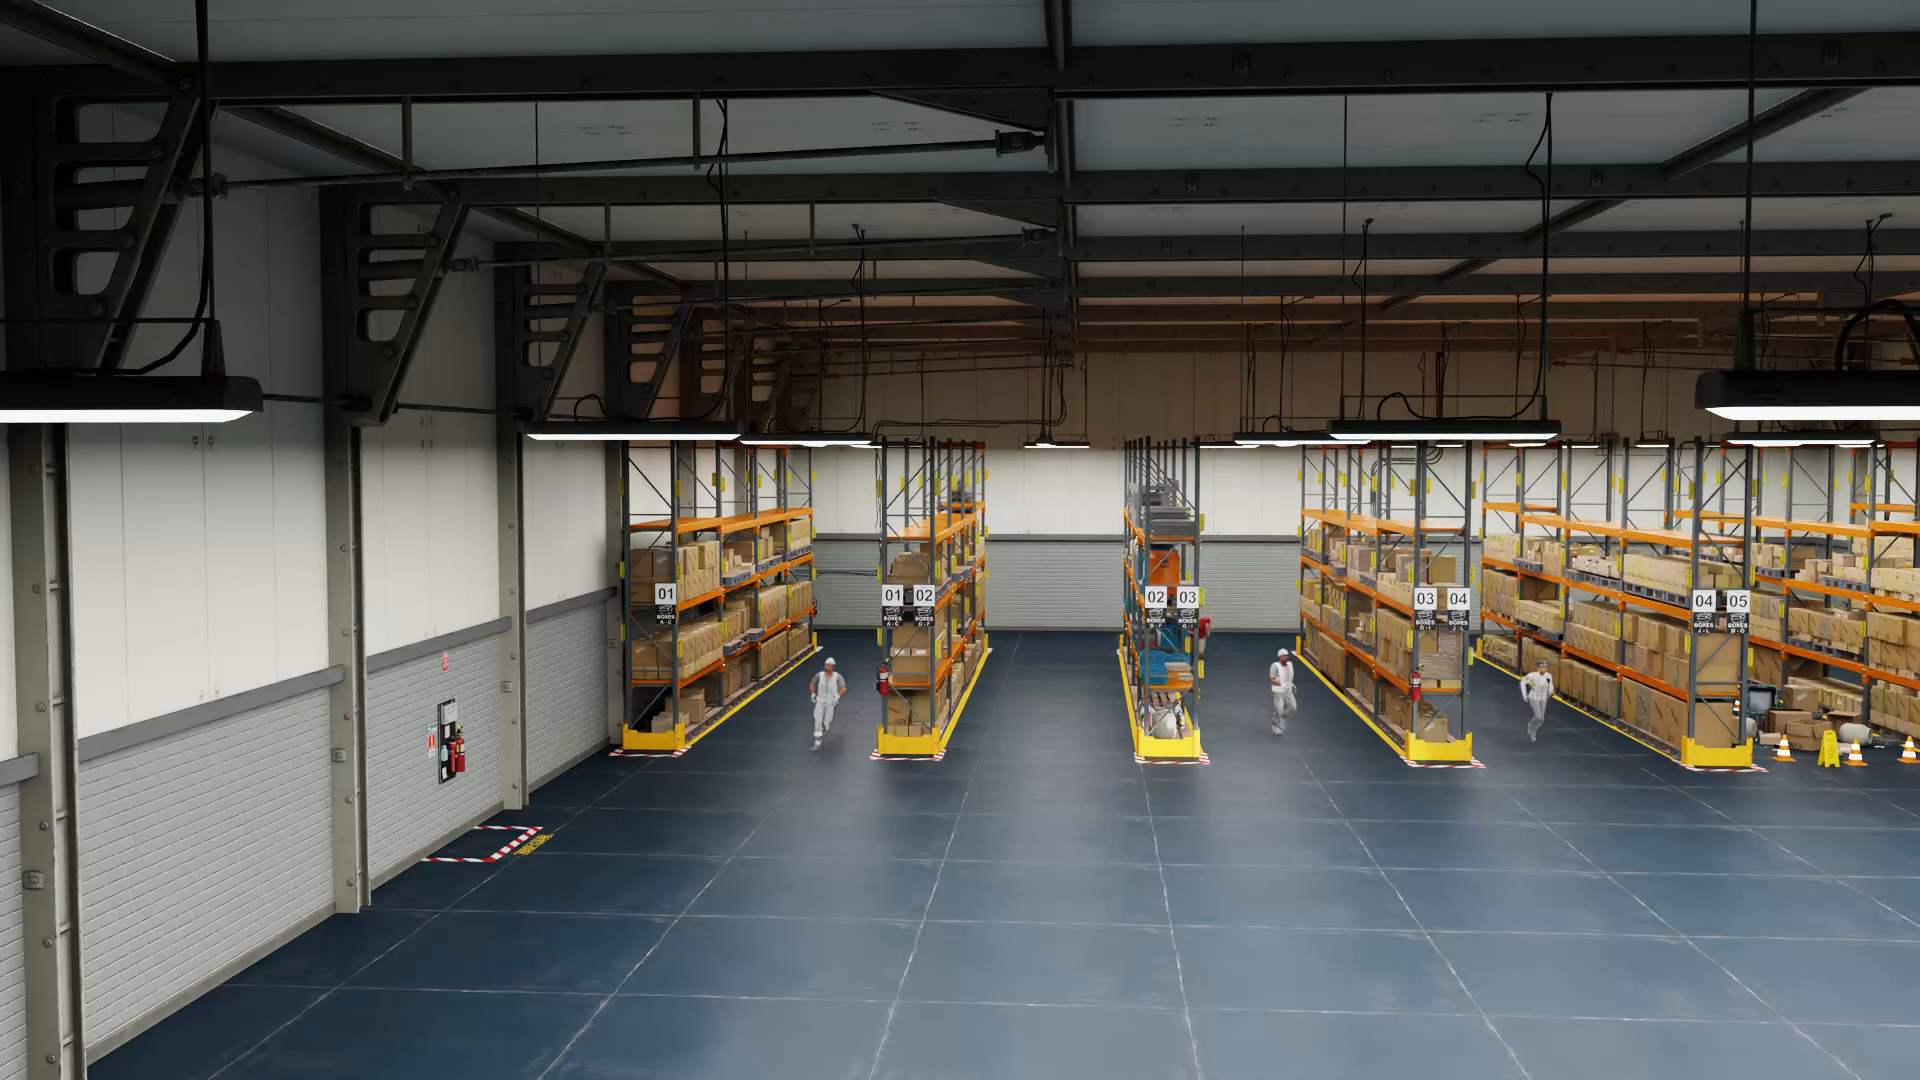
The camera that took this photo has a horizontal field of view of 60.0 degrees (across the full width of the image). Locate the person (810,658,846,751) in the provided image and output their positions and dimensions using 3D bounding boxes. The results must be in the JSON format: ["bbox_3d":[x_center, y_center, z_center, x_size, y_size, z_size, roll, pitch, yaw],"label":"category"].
[{"bbox_3d":[-2.548,3.136,32.072,0.708,1.749,0.844,0,3,-1],"label":"person"}]

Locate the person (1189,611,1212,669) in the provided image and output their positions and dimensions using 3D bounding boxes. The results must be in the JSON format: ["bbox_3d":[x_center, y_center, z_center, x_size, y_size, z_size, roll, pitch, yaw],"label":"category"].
[{"bbox_3d":[6.137,2.642,42.981,0.707,1.697,1.008,0,3,3],"label":"person"}]

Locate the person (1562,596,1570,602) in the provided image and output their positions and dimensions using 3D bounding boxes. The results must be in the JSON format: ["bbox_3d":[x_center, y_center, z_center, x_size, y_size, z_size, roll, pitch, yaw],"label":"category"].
[{"bbox_3d":[16.449,2.392,45.201,0.644,1.783,0.948,0,3,-1],"label":"person"}]

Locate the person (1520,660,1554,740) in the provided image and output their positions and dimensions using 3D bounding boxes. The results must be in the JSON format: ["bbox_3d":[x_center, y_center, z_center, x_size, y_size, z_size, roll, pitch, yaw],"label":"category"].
[{"bbox_3d":[11.381,3.149,32.669,0.582,1.624,0.642,-1,3,-13],"label":"person"}]

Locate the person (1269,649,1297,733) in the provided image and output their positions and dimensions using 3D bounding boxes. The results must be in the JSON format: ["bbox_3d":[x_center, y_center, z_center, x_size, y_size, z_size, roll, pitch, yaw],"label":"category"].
[{"bbox_3d":[6.543,3.053,33.497,0.677,1.731,0.671,-1,3,-25],"label":"person"}]
